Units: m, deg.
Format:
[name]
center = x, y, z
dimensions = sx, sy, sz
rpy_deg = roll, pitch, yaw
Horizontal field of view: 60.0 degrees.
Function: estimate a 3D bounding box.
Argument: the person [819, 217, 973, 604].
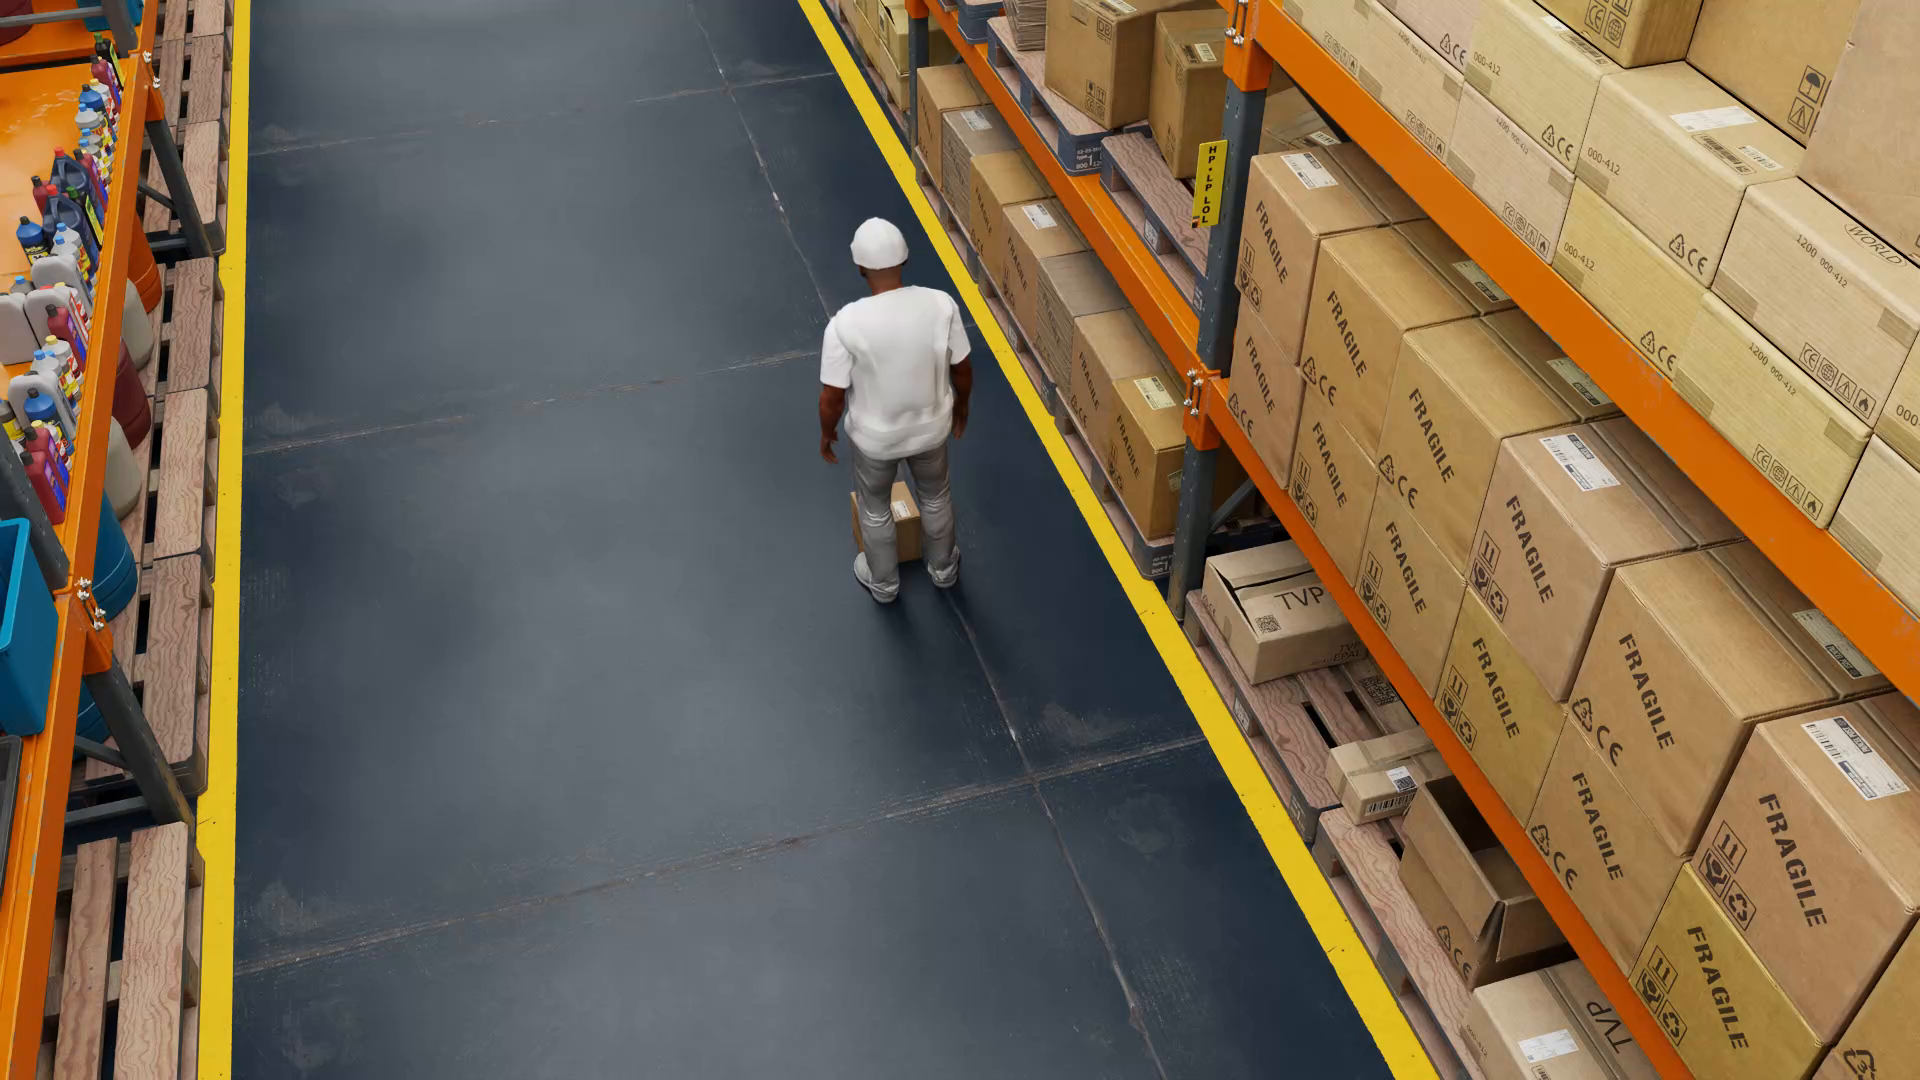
[person]
center = -0.257, -0.484, 6.684
dimensions = 0.637, 1.761, 0.460
rpy_deg = -12, 43, -13
